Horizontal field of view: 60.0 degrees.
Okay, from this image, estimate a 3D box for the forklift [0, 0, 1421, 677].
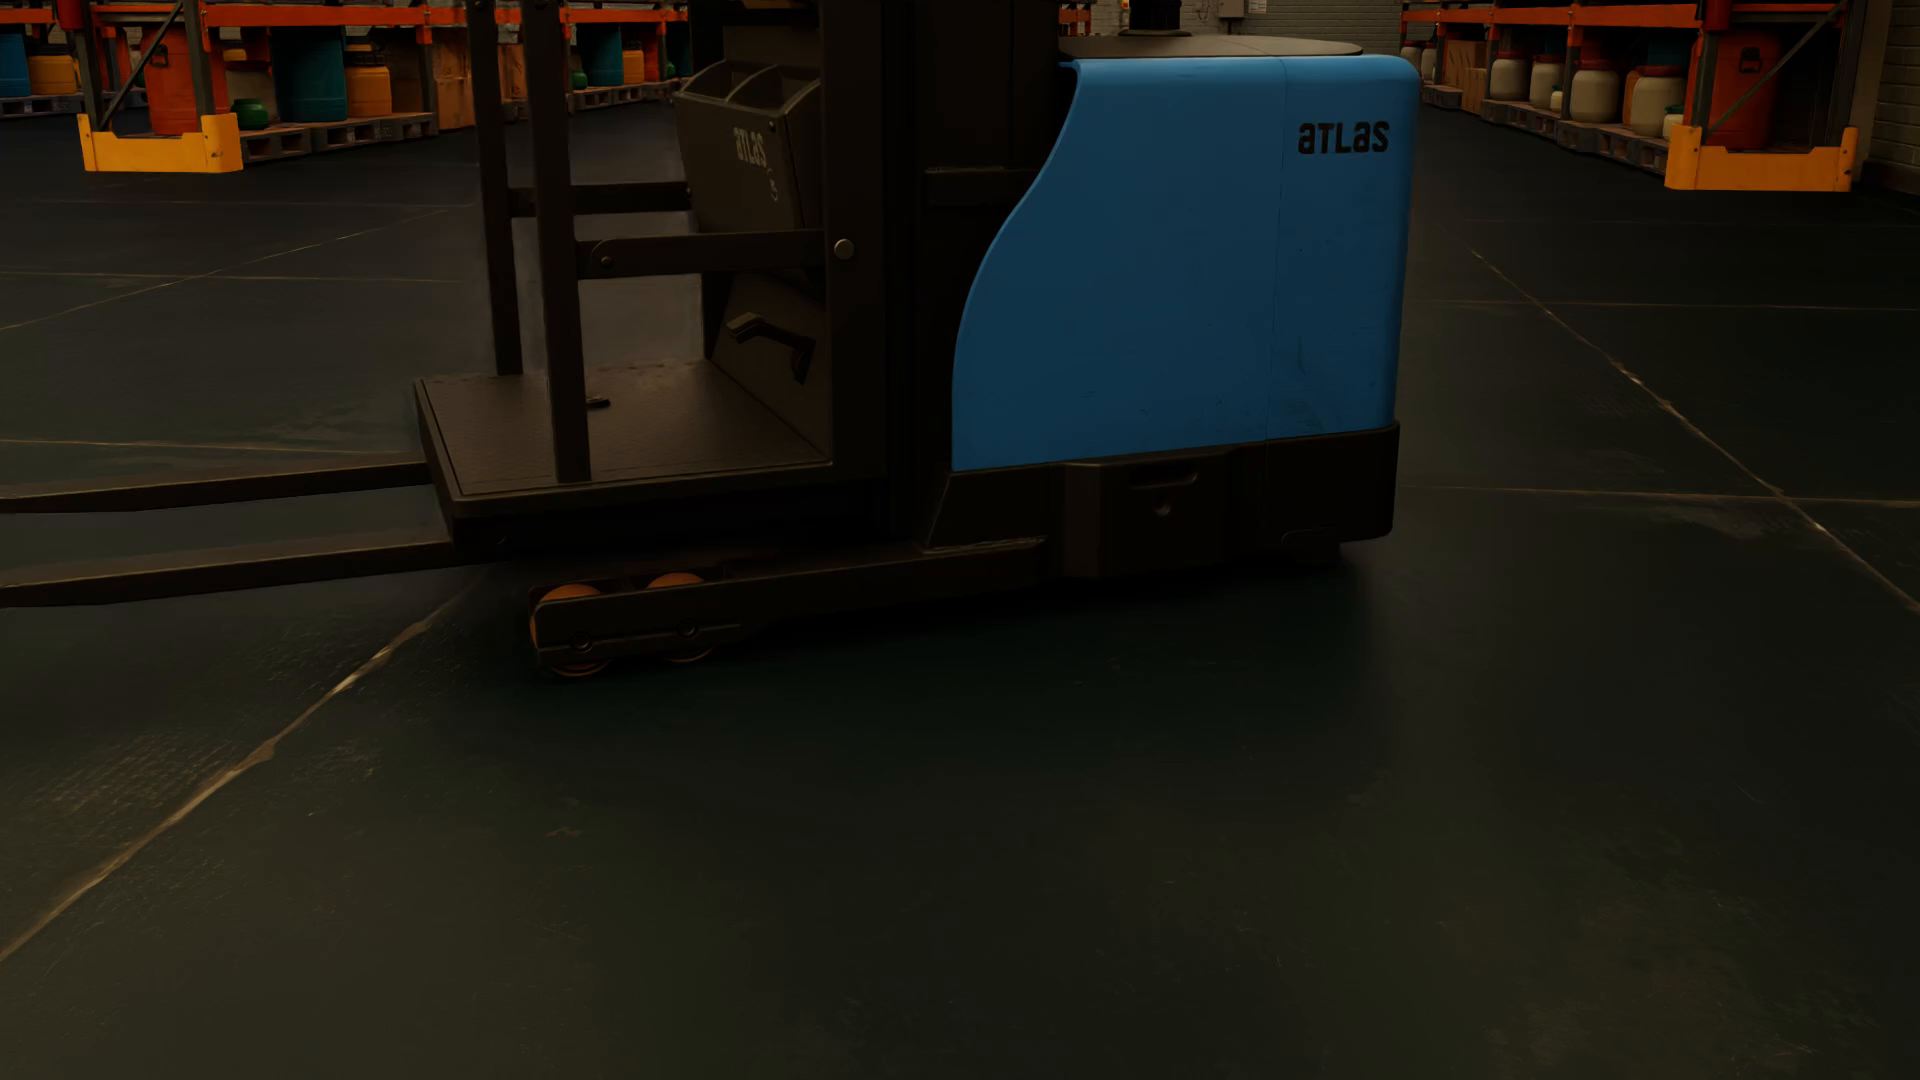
[{"bbox_3d":[-0.617,-1.327,3.161,3.031,2.935,1.130,-7,19,-20],"label":"forklift"}]
